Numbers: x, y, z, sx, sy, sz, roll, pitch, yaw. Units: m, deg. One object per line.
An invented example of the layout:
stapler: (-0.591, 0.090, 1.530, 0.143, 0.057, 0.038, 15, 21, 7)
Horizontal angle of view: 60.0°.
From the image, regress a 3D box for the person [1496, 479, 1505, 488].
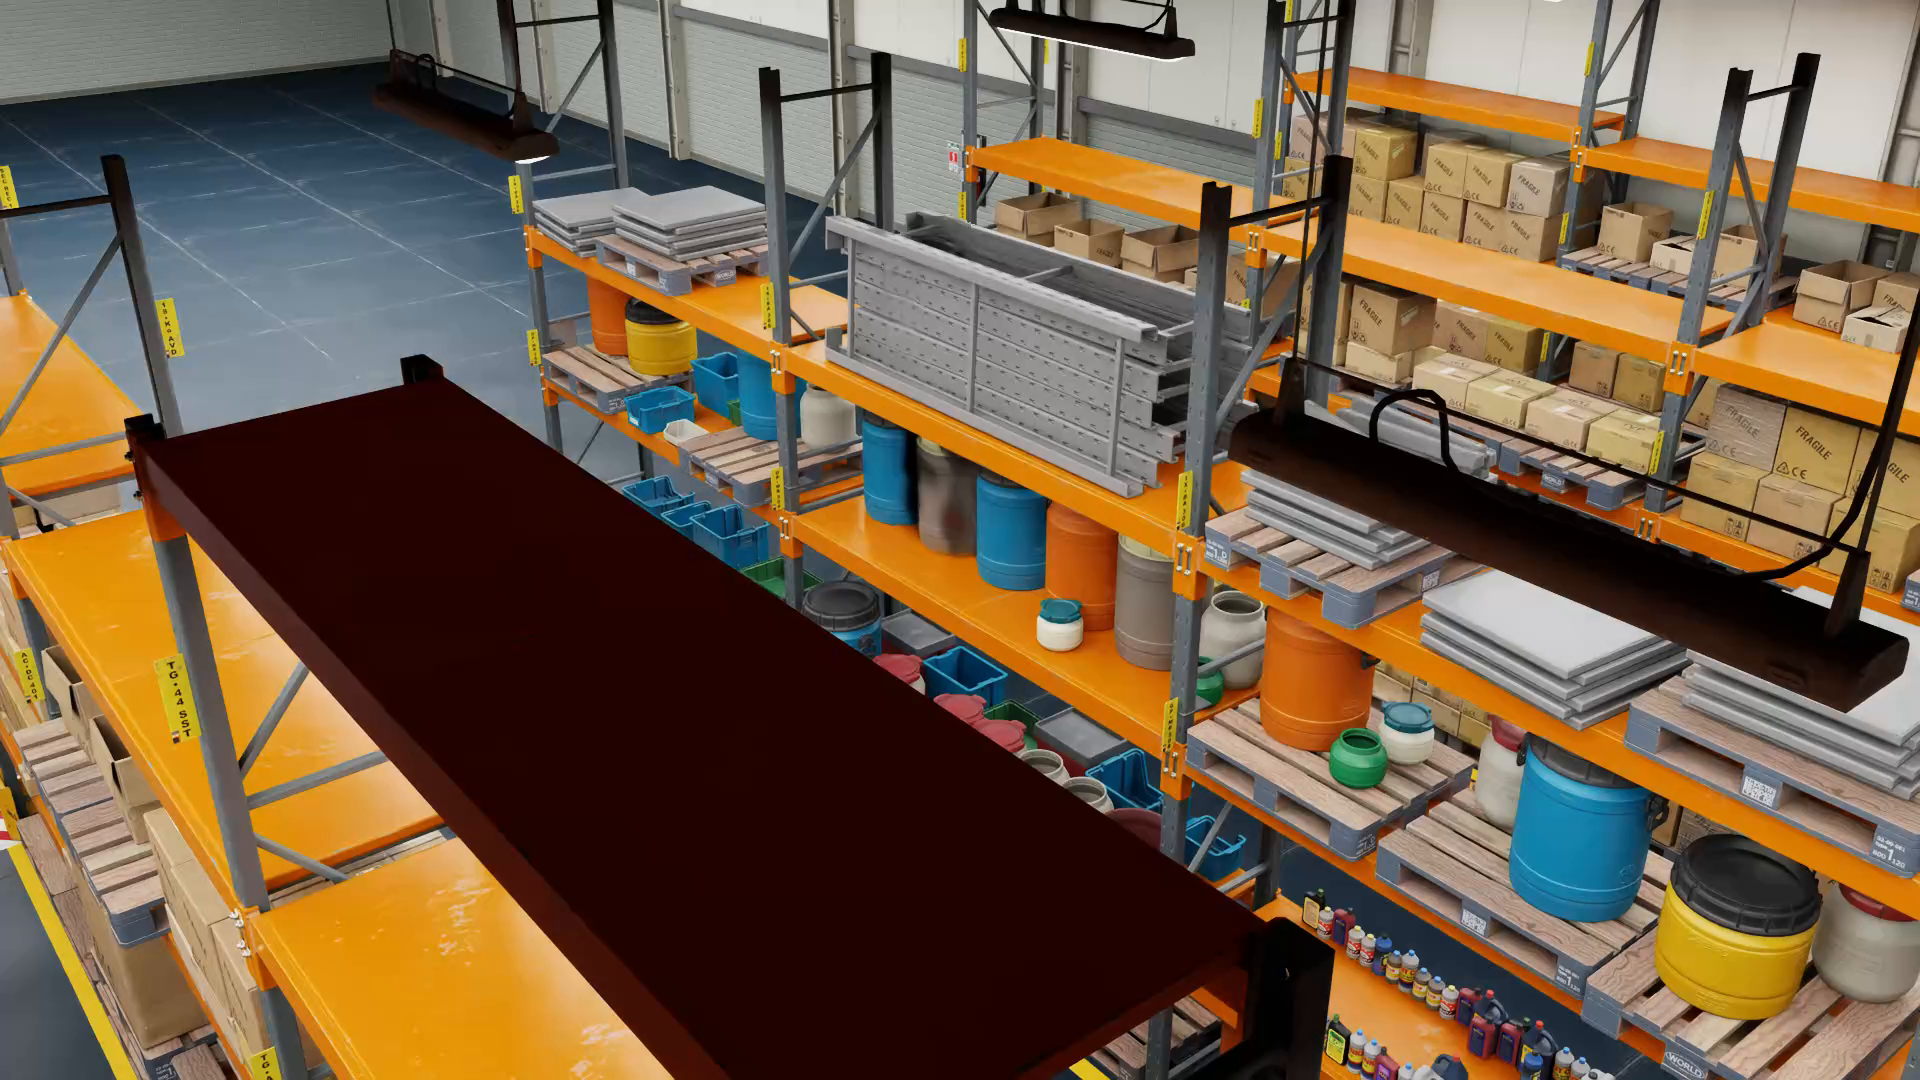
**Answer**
person: (5.409, -0.407, 17.260, 0.811, 1.663, 0.685, 1, 26, 3)
